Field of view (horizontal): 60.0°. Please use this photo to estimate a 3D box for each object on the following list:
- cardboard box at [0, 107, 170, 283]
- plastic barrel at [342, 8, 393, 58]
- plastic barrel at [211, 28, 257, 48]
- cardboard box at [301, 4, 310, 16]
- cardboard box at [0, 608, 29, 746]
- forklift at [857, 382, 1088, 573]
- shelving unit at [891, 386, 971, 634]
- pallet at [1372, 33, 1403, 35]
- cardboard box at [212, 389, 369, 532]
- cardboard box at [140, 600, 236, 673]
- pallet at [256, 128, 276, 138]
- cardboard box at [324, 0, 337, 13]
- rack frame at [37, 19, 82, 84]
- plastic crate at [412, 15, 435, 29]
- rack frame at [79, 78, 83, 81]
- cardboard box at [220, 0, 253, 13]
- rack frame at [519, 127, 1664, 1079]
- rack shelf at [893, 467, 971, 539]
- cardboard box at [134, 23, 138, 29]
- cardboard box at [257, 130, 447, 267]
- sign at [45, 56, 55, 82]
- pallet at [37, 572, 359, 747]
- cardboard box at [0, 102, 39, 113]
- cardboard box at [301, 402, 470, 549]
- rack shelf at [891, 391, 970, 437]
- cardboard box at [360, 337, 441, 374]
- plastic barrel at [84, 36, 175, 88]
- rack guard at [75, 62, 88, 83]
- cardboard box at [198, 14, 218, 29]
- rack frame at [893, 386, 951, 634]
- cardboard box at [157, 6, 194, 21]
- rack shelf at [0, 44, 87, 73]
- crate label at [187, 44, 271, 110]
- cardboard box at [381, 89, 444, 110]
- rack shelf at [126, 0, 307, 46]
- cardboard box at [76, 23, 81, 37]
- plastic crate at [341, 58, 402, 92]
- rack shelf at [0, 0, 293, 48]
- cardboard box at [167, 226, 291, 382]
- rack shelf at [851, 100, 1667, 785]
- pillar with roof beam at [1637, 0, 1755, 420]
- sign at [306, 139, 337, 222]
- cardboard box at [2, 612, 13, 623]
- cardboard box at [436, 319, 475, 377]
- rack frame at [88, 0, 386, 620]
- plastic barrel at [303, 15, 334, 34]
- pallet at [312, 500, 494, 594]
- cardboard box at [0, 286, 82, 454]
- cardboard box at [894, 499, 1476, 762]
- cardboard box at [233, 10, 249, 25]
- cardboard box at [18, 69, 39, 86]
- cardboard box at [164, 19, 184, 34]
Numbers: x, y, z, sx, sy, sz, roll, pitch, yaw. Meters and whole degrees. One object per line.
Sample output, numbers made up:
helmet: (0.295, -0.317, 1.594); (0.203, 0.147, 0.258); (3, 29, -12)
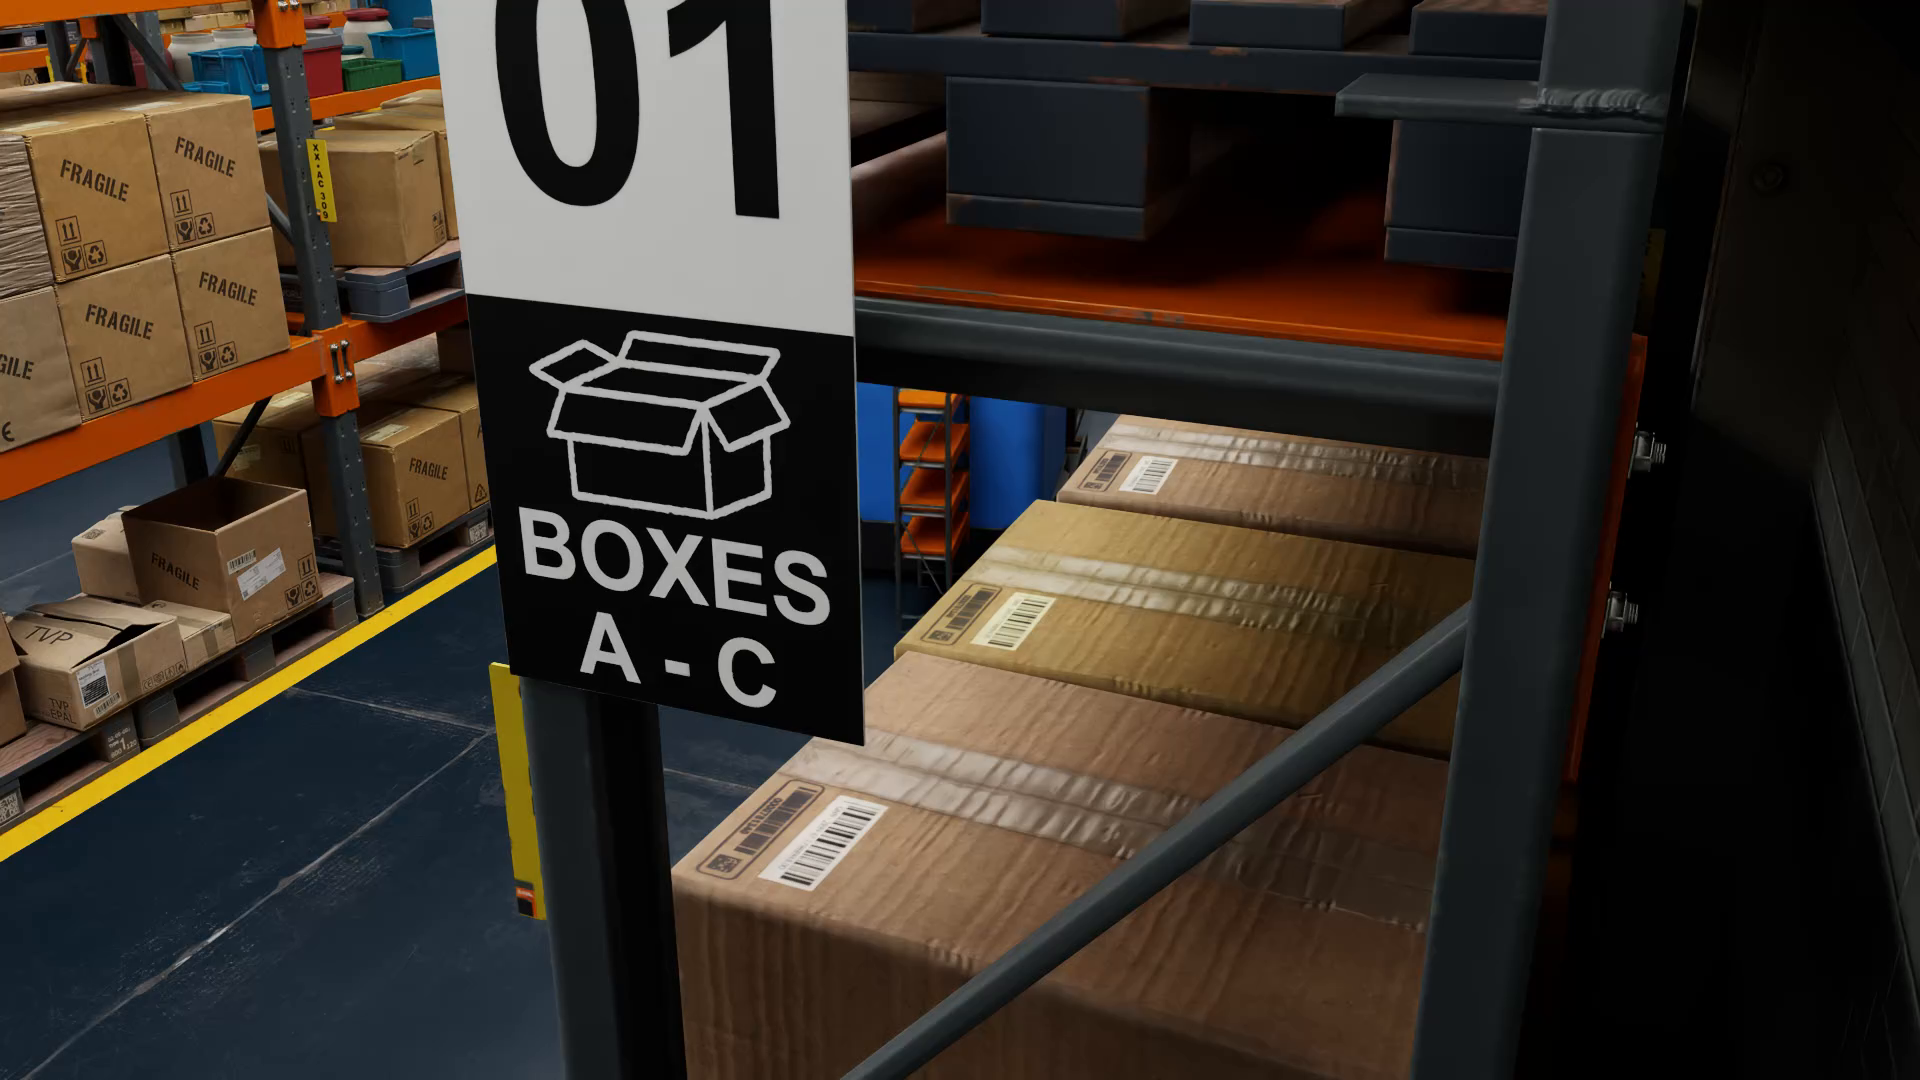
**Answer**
cardboard box: (-3.216, -1.228, 5.872); (0.500, 0.500, 0.500); (8, 24, 19)
plastic barrel: (-5.266, -4.447, 14.829); (0.433, 0.535, 0.433); (0, 23, 0)
plastic barrel: (-5.853, -3.865, 13.467); (0.421, 0.512, 0.421); (0, 23, 0)
cardboard box: (-7.980, -6.315, 19.803); (0.380, 0.149, 0.250); (9, 24, 20)
cardboard box: (-3.774, 0.500, 5.830); (0.797, 0.503, 0.637); (9, 24, 20)
forklift: (0.109, -1.709, 8.540); (1.130, 2.935, 3.031); (4, 23, 9)
shelving unit: (-0.117, -0.232, 7.249); (0.258, 1.200, 0.503); (4, 23, 9)
pallet: (0.751, -1.031, 3.051); (1.003, 0.211, 1.213); (9, 24, 20)
cardboard box: (-3.164, -0.390, 7.963); (0.500, 0.500, 0.500); (9, 24, 20)
cardboard box: (-3.113, 0.377, 6.583); (0.380, 0.149, 0.250); (9, 24, 20)
pallet: (-8.637, -4.802, 19.472); (1.003, 0.211, 1.213); (9, 24, 20)
cardboard box: (-7.827, -6.499, 20.244); (0.380, 0.149, 0.250); (9, 24, 20)
rack frame: (-9.306, -5.405, 17.298); (1.000, 3.000, 0.127); (9, 24, 20)
plastic crate: (-4.603, -4.508, 15.068); (0.402, 0.464, 0.583); (9, 24, 20)
rack frame: (-12.387, -7.583, 22.511); (1.000, 3.000, 0.127); (9, 24, 20)
cardboard box: (-8.546, -6.281, 18.879); (0.875, 0.500, 0.500); (9, 24, 20)
rack frame: (0.034, 1.017, 1.924); (1.000, 3.000, 0.127); (9, 24, 20)
rack shelf: (-0.117, -0.170, 7.275); (0.258, 0.148, 0.480); (4, 23, 9)
cardboard box: (-8.841, -5.410, 17.637); (0.380, 0.149, 0.250); (9, 24, 20)
cardboard box: (-2.697, -1.500, 7.274); (0.700, 0.500, 0.500); (1, 23, 2)
sign: (-6.706, -3.416, 12.324); (0.100, 0.325, 0.005); (9, 24, 20)
pallet: (-3.337, 0.410, 6.995); (1.003, 0.211, 1.213); (9, 24, 20)
cardboard box: (-3.708, -1.317, 6.084); (0.500, 0.500, 0.500); (8, 24, 18)
cardboard box: (-2.675, -0.310, 7.773); (0.500, 0.500, 0.500); (8, 24, 18)
rack shelf: (-0.117, -0.595, 7.097); (0.258, 0.148, 0.480); (4, 23, 9)
cardboard box: (-2.786, -0.745, 8.813); (0.500, 0.500, 0.500); (9, 24, 21)
plastic barrel: (-6.302, -3.537, 12.648); (0.600, 0.536, 0.708); (9, 24, 20)
rack guard: (-12.378, -6.438, 23.014); (1.175, 0.500, 0.348); (9, 24, 20)
cardboard box: (-8.505, -5.774, 18.507); (0.380, 0.149, 0.250); (9, 24, 20)
rack frame: (-0.157, -0.139, 7.027); (0.240, 1.200, 0.015); (4, 23, 9)
cardboard box: (-8.863, -5.914, 18.002); (0.875, 0.500, 0.500); (9, 24, 20)
rack shelf: (-10.048, -4.357, 15.723); (1.077, 0.370, 4.000); (9, 24, 20)
crate label: (-5.573, -3.597, 12.925); (0.502, 0.435, 0.616); (9, 24, 20)
cardboard box: (-2.482, -2.003, 8.480); (0.700, 0.500, 0.500); (3, 23, 7)
rack shelf: (-2.338, -2.890, 8.319); (1.077, 0.370, 4.000); (9, 24, 20)
cardboard box: (-9.499, -5.408, 17.631); (0.380, 0.149, 0.250); (9, 24, 20)
plastic crate: (-5.092, -3.934, 14.052); (0.450, 0.188, 0.662); (9, 24, 20)
rack shelf: (-3.824, -1.459, 4.892); (1.077, 0.370, 4.000); (9, 24, 20)
cardboard box: (-3.028, -0.953, 6.510); (0.500, 0.500, 0.500); (9, 24, 21)
rack shelf: (0.777, -0.751, 3.198); (1.077, 0.370, 4.000); (9, 24, 20)
pillar with roof beam: (0.294, -5.572, 9.914); (9.100, 9.000, 0.400); (9, 24, 20)
sign: (-2.574, -1.447, 6.699); (0.100, 0.325, 0.005); (9, 24, 20)
cardboard box: (-3.750, 0.412, 6.477); (0.380, 0.166, 0.250); (9, 24, 20)
cardboard box: (-2.304, -1.014, 8.485); (0.500, 0.250, 0.500); (9, 24, 20)
rack frame: (-3.081, -1.122, 7.045); (1.000, 3.000, 0.127); (9, 24, 20)
plastic barrel: (-5.538, -4.185, 14.201); (0.433, 0.535, 0.433); (0, 23, 0)
pallet: (-2.814, -0.132, 8.293); (1.003, 0.211, 1.213); (9, 24, 20)
cardboard box: (-3.407, -0.584, 5.627); (0.500, 0.500, 0.500); (9, 24, 21)
cardboard box: (0.474, 0.433, 2.934); (0.980, 0.700, 0.700); (9, 24, 20)
cardboard box: (-8.351, -5.957, 18.947); (0.380, 0.149, 0.250); (9, 24, 20)
cardboard box: (-12.578, -6.544, 22.236); (0.875, 0.875, 0.875); (9, 24, 20)
cardboard box: (-8.690, -5.595, 18.078); (0.380, 0.149, 0.250); (9, 24, 20)
